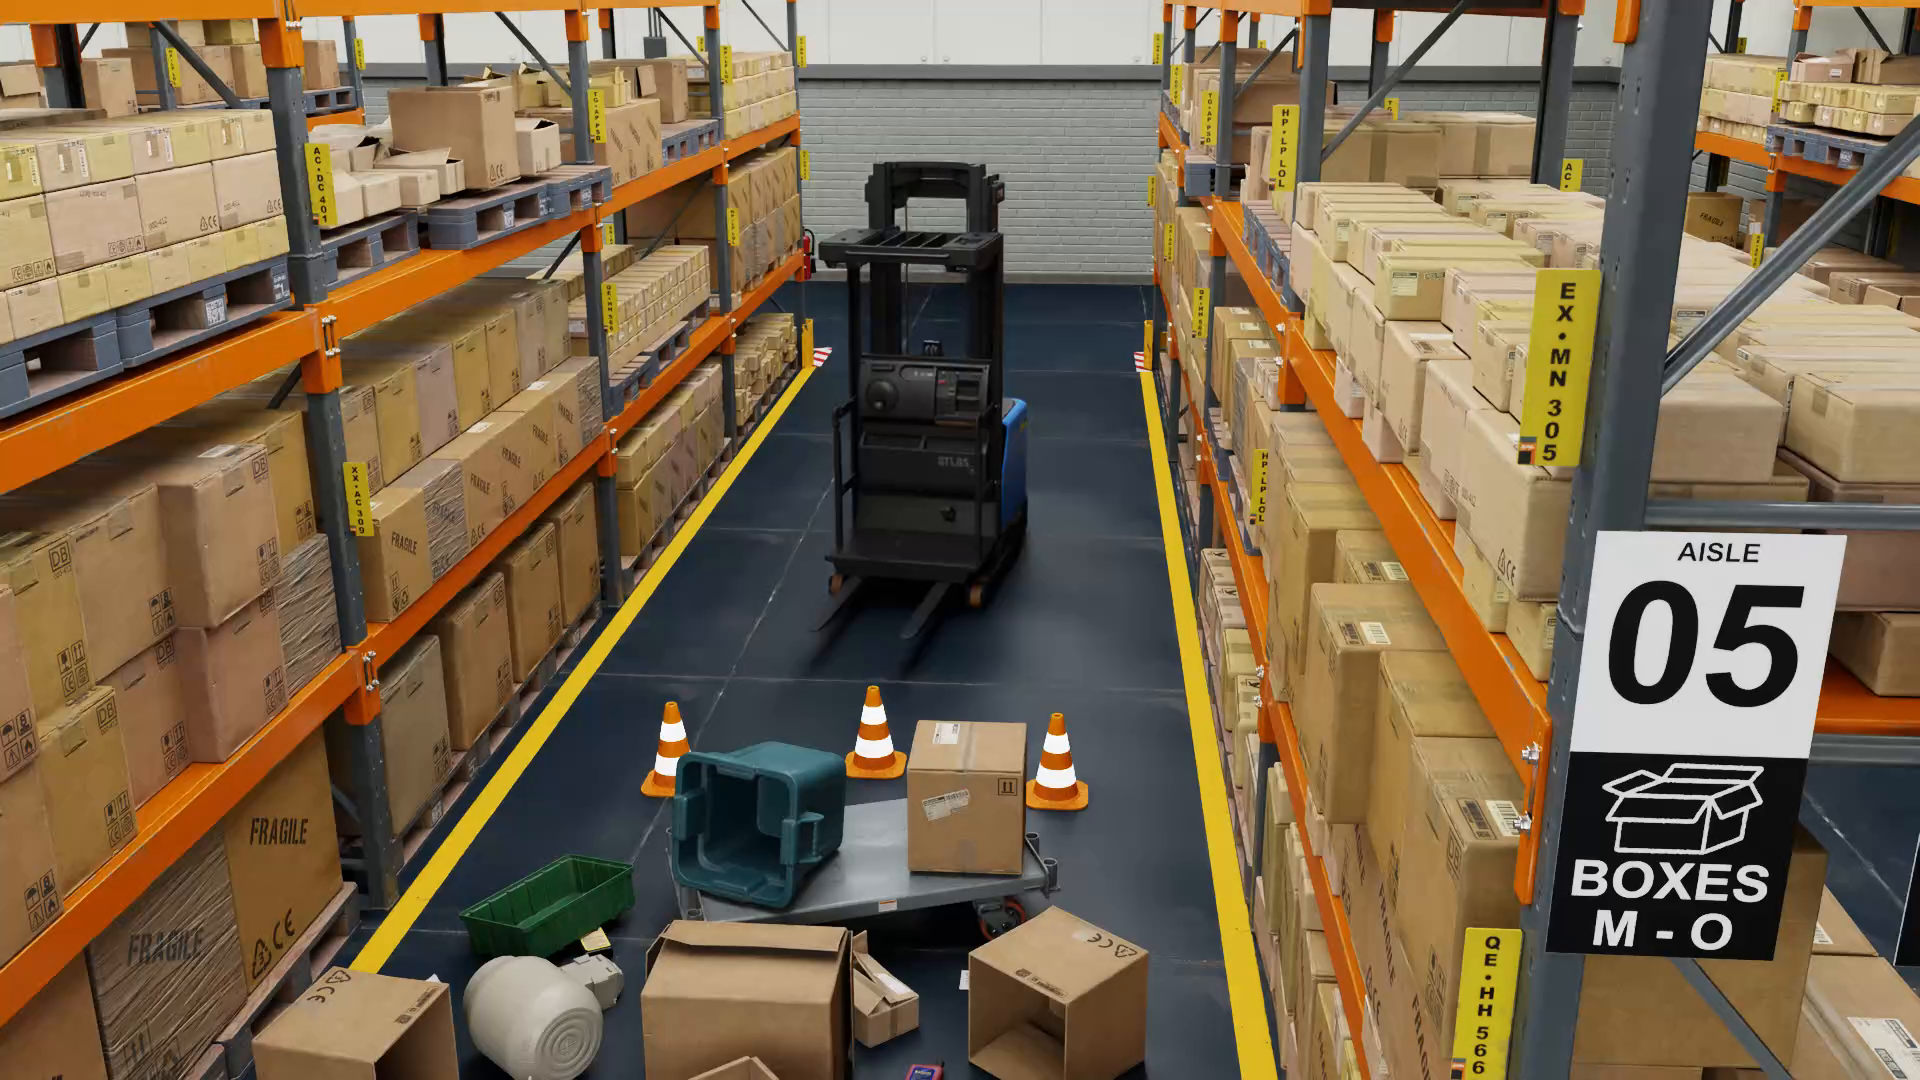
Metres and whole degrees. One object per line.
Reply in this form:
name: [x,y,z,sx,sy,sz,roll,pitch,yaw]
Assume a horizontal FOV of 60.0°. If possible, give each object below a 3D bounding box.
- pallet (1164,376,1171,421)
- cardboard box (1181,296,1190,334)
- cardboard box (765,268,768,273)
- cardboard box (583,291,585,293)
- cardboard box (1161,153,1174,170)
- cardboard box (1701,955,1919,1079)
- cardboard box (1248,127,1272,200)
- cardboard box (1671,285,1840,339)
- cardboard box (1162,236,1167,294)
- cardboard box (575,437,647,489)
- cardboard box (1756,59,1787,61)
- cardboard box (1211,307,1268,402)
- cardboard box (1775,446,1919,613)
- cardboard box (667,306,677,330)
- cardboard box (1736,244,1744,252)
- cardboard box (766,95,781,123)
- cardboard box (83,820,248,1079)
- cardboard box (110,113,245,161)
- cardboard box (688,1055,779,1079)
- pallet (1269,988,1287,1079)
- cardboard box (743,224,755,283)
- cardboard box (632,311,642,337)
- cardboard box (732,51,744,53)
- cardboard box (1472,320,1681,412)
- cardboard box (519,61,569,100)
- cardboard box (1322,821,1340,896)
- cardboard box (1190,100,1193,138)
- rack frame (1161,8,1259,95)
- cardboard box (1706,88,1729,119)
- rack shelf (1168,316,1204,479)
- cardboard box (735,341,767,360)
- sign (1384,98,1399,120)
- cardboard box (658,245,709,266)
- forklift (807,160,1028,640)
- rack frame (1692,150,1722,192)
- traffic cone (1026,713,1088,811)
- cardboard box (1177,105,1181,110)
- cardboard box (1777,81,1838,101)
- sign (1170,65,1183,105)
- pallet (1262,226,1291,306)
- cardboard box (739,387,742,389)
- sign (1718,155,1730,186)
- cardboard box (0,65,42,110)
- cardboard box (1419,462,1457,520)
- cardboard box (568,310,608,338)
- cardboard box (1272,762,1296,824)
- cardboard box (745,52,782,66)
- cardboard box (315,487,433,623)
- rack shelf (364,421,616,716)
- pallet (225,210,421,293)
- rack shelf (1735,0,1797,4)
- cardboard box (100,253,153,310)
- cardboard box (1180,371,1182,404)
pallet: [2.607,-1.430,16.949,1.003,0.211,1.213,1,18,4]
cardboard box: [1.971,-1.701,12.736,0.500,0.250,0.500,1,18,2]
cardboard box: [-2.189,-2.837,17.169,0.380,0.149,0.250,1,18,2]
cardboard box: [-3.131,-1.922,13.223,0.380,0.149,0.250,1,18,3]
cardboard box: [2.294,-3.949,17.350,0.380,0.149,0.250,2,18,6]
cardboard box: [1.840,1.256,3.634,0.500,0.500,0.500,1,18,3]
cardboard box: [2.025,-2.078,9.468,0.700,0.500,0.500,1,18,4]
cardboard box: [1.855,-0.515,3.984,0.380,0.149,0.250,1,18,4]
cardboard box: [2.221,-2.655,16.047,0.500,0.500,0.500,1,18,3]
cardboard box: [-2.550,-0.555,11.934,0.500,0.250,0.500,0,18,1]
cardboard box: [7.747,-4.386,15.634,0.500,0.250,0.500,1,18,4]
cardboard box: [1.840,-1.153,10.311,0.500,0.500,0.500,1,18,2]
cardboard box: [1.832,-0.060,3.234,0.500,0.250,0.500,1,18,3]
cardboard box: [-2.476,-1.768,13.230,0.380,0.149,0.250,2,18,6]
cardboard box: [7.744,-2.719,16.167,0.500,0.250,0.500,1,18,4]
cardboard box: [-2.115,-4.357,16.827,0.500,0.250,0.500,2,18,6]
cardboard box: [-3.304,1.548,6.118,0.875,0.875,0.875,1,18,4]
cardboard box: [-2.855,-1.468,6.058,0.380,0.149,0.250,1,18,4]
cardboard box: [-0.869,2.170,5.492,0.797,0.503,0.637,-13,22,-34]
pallet: [1.804,1.878,6.853,1.003,0.211,1.213,1,18,4]
cardboard box: [-2.239,-2.711,15.741,0.500,0.500,0.500,1,18,4]
cardboard box: [-2.555,-1.591,12.212,0.380,0.149,0.250,1,18,4]
cardboard box: [-2.518,-5.148,17.798,0.380,0.149,0.250,1,18,3]
cardboard box: [1.316,-0.370,3.540,0.380,0.149,0.250,1,18,3]
cardboard box: [-3.000,-3.346,12.110,0.396,0.266,0.258,1,18,4]
cardboard box: [1.383,1.030,5.367,0.380,0.149,0.250,1,18,4]
cardboard box: [1.910,-3.143,12.421,0.396,0.266,0.258,3,18,8]
rack frame: [2.677,-6.234,17.497,1.000,3.000,0.127,1,18,4]
cardboard box: [7.201,-4.003,15.268,0.500,0.250,0.500,2,18,5]
rack shelf: [2.247,-1.178,12.856,1.077,0.370,4.000,1,18,4]
cardboard box: [-2.186,-1.935,16.959,0.380,0.149,0.250,1,18,4]
sign: [2.644,-2.557,10.262,0.100,0.325,0.005,1,18,4]
cardboard box: [-2.389,-2.454,14.369,0.380,0.149,0.250,2,18,6]
forklift: [-0.300,-1.049,11.418,1.130,2.935,3.031,4,19,12]
rack frame: [7.628,-3.274,18.097,1.000,3.000,0.127,1,18,4]
traffic cone: [0.509,1.133,8.723,0.336,0.463,0.334,1,18,4]
cardboard box: [2.117,-3.955,14.740,0.396,0.266,0.258,2,18,6]
cardboard box: [6.882,-3.643,13.497,0.380,0.149,0.250,2,18,6]
sign: [1.836,-3.862,14.117,0.100,0.325,0.005,1,18,4]
pallet: [1.967,-1.182,7.197,1.213,0.211,1.003,1,18,4]
cardboard box: [-2.281,-1.392,15.782,0.380,0.149,0.250,1,18,4]
sign: [8.180,-3.956,17.811,0.100,0.325,0.005,1,18,4]
cardboard box: [-7.656,-3.429,12.913,0.797,0.503,0.637,1,18,3]
cardboard box: [1.370,-0.153,4.158,0.380,0.149,0.250,1,18,3]
cardboard box: [-2.615,-1.481,11.400,0.380,0.149,0.250,1,18,4]
cardboard box: [1.436,1.001,6.547,0.380,0.149,0.250,2,18,5]
cardboard box: [-2.092,-5.059,17.526,0.380,0.149,0.250,2,18,5]
cardboard box: [-2.822,0.060,7.763,0.500,0.500,0.500,1,18,5]
rack shelf: [-2.985,-0.015,9.307,1.077,0.370,4.000,1,18,4]
pallet: [-3.111,-1.356,7.734,0.805,0.209,1.217,1,18,2]
rack shelf: [7.485,-5.160,15.380,1.077,0.370,4.000,1,18,4]
cardboard box: [-2.908,-0.853,5.460,0.380,0.149,0.250,2,18,5]
cardboard box: [2.606,-1.594,16.410,0.875,0.438,0.875,1,18,2]
